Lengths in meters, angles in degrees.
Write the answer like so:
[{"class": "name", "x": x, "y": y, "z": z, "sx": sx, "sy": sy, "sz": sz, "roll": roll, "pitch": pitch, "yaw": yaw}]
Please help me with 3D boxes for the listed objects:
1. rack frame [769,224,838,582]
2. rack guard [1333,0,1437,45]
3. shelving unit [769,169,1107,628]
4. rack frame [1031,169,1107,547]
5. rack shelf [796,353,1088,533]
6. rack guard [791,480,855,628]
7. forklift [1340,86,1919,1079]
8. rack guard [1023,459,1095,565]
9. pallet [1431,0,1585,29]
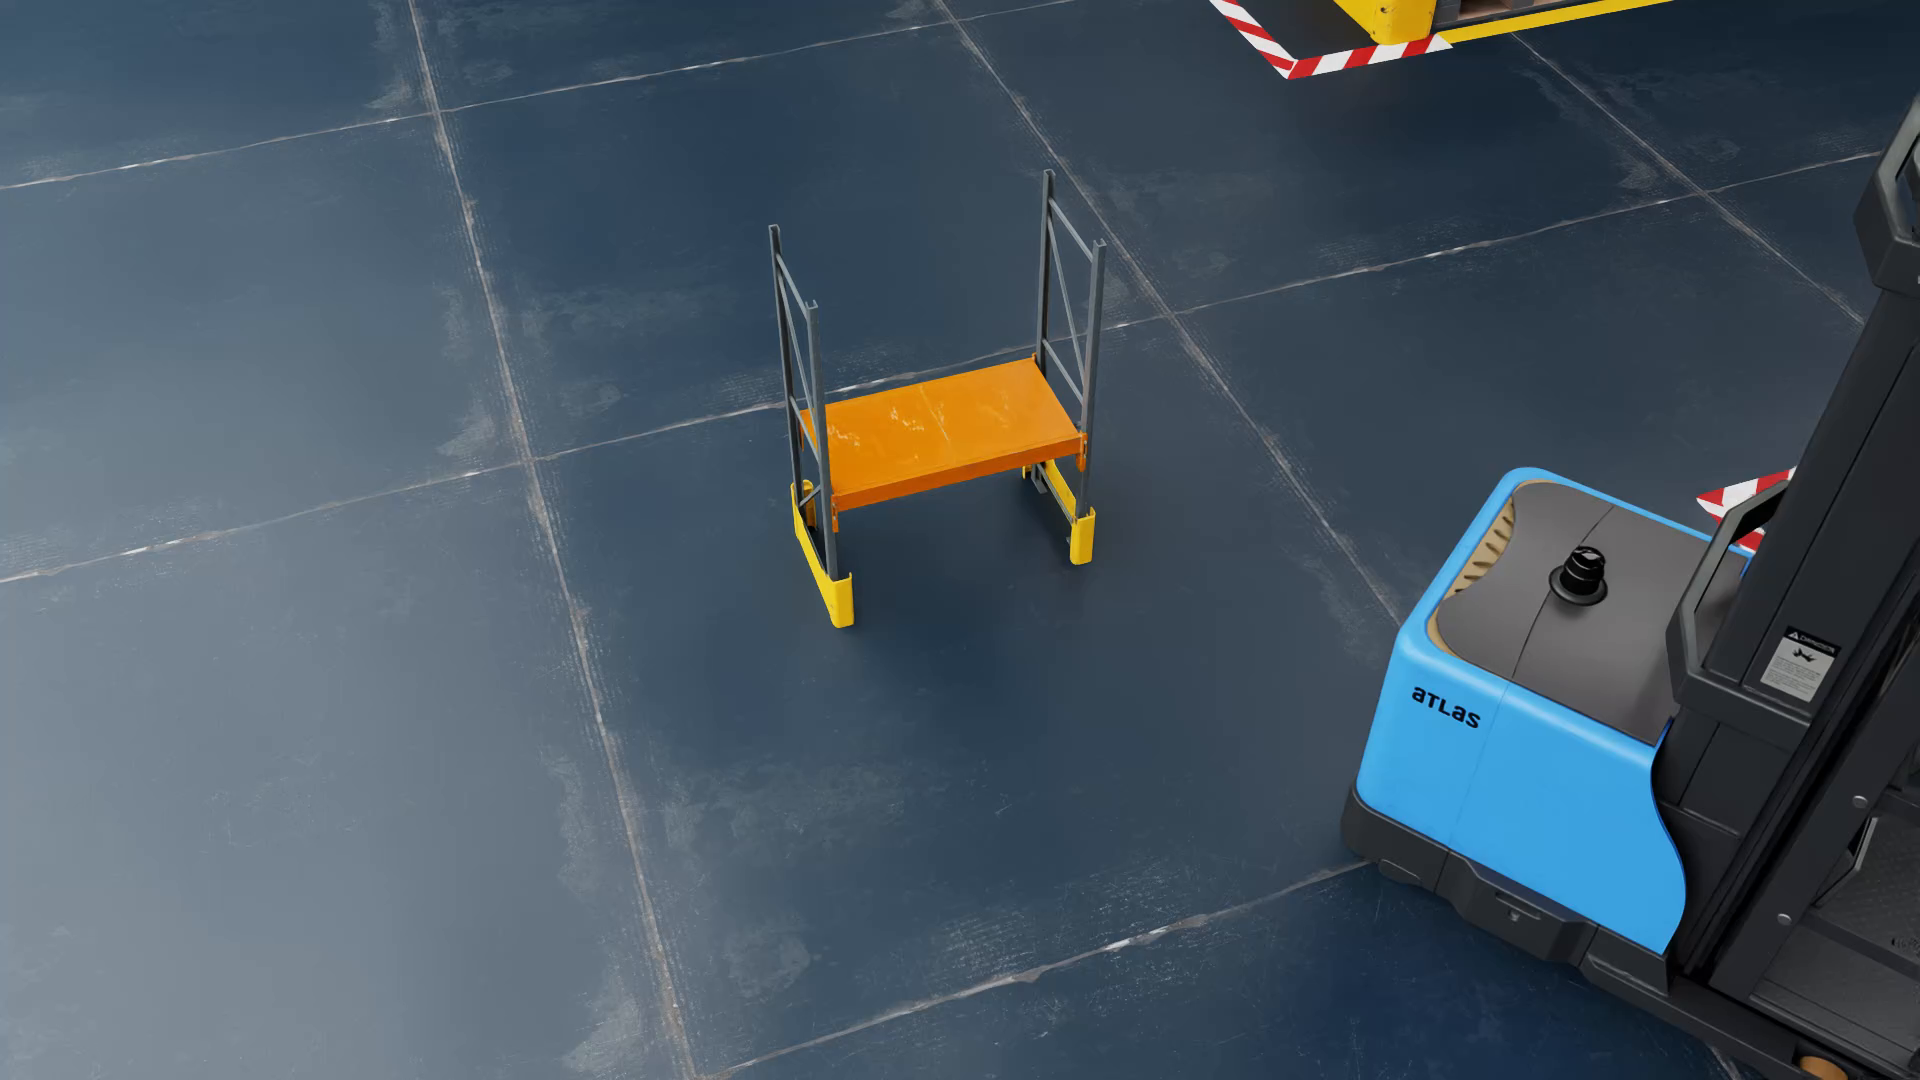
[{"class": "rack frame", "x": -0.558, "y": -0.387, "z": 6.077, "sx": 0.032, "sy": 1.500, "sz": 0.500, "roll": -14, "pitch": 47, "yaw": -14}, {"class": "rack guard", "x": 2.392, "y": -3.447, "z": 9.833, "sx": 0.348, "sy": 0.500, "sz": 1.175, "roll": -14, "pitch": 47, "yaw": -14}, {"class": "shelving unit", "x": -0.072, "y": -0.511, "z": 6.201, "sx": 1.083, "sy": 1.500, "sz": 0.587, "roll": -14, "pitch": 47, "yaw": -14}, {"class": "rack frame", "x": 0.398, "y": -0.631, "z": 6.320, "sx": 0.032, "sy": 1.500, "sz": 0.500, "roll": -14, "pitch": 47, "yaw": -14}, {"class": "rack shelf", "x": -0.080, "y": -0.382, "z": 6.326, "sx": 1.000, "sy": 0.185, "sz": 0.538, "roll": -14, "pitch": 47, "yaw": -14}, {"class": "rack guard", "x": -0.540, "y": 0.050, "z": 6.524, "sx": 0.087, "sy": 0.250, "sz": 0.587, "roll": -14, "pitch": 47, "yaw": -14}, {"class": "forklift", "x": 2.796, "y": 0.332, "z": 4.350, "sx": 3.031, "sy": 2.935, "sz": 1.130, "roll": 26, "pitch": 51, "yaw": 24}, {"class": "rack guard", "x": 0.397, "y": -0.190, "z": 6.763, "sx": 0.087, "sy": 0.250, "sz": 0.587, "roll": -14, "pitch": 47, "yaw": -14}, {"class": "pallet", "x": 3.158, "y": -3.537, "z": 10.126, "sx": 1.213, "sy": 0.211, "sz": 1.003, "roll": -14, "pitch": 47, "yaw": -14}]
